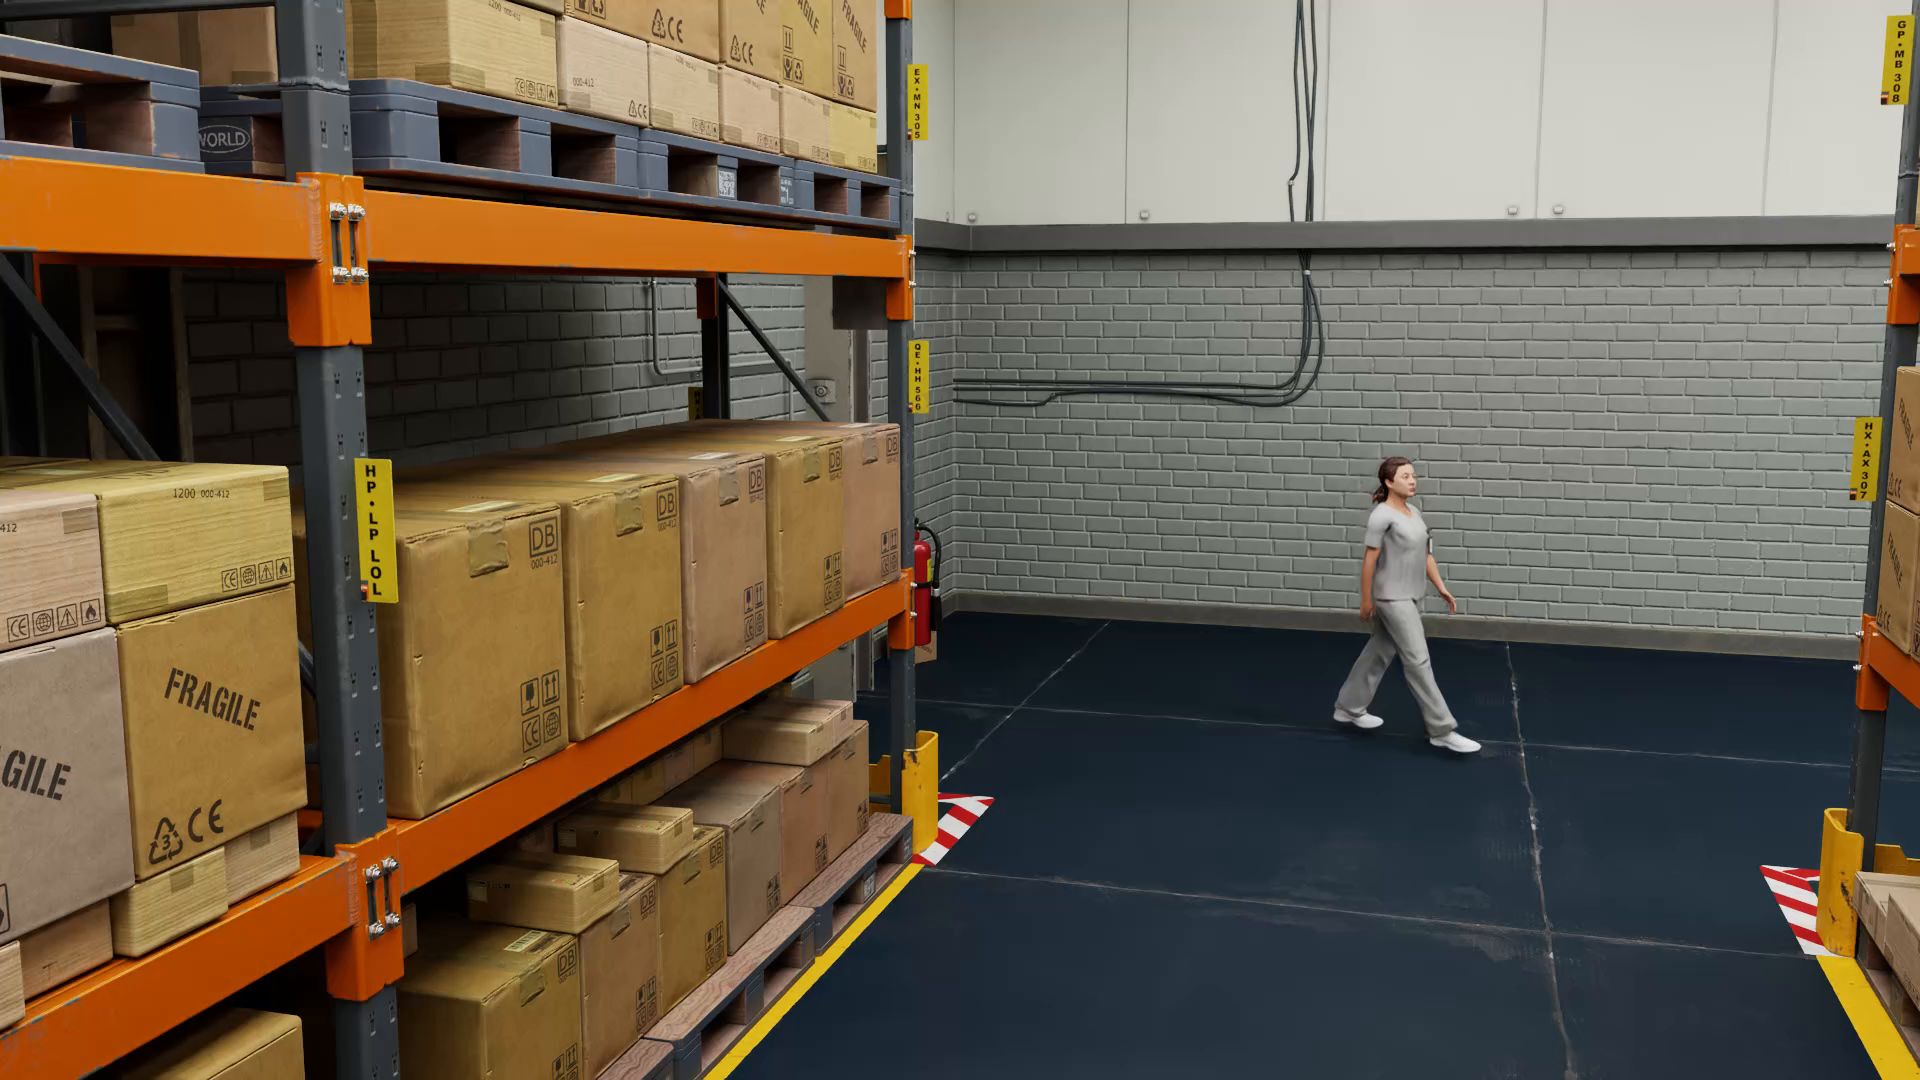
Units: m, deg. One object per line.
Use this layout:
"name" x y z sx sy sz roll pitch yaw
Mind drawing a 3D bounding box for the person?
"person" 2.593 0.334 9.493 0.985 1.616 0.450 8 11 42
